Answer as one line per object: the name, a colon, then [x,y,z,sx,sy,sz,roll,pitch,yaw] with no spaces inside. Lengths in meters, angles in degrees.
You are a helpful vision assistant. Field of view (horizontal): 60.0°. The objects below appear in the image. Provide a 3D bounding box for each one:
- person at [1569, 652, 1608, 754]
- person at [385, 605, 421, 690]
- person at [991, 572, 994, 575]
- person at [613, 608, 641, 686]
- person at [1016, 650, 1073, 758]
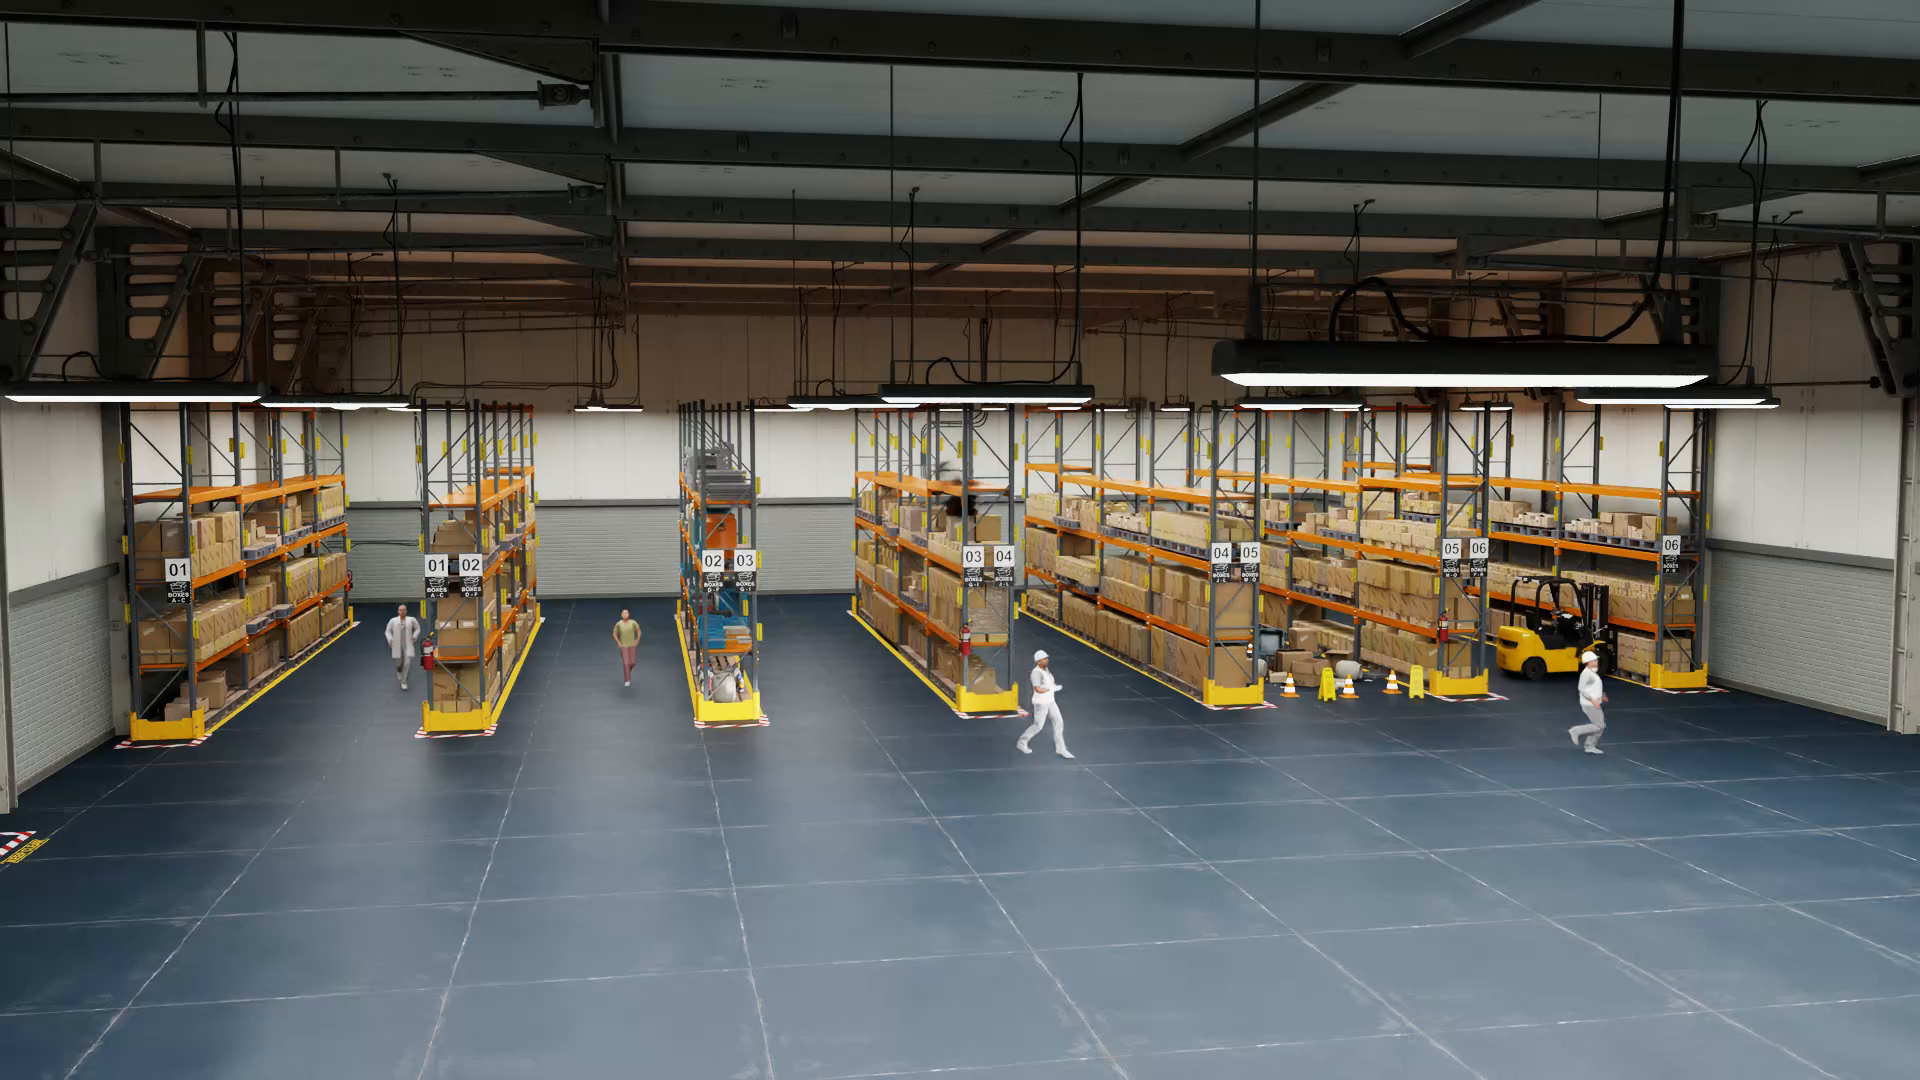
person: [10.625,2.747,28.102,0.586,1.730,0.669,2,5,29]
person: [-11.666,2.231,34.863,0.711,1.723,0.748,-2,5,-19]
person: [1.153,1.204,49.266,0.691,1.622,0.585,-3,5,-37]
person: [-7.051,2.259,35.214,0.580,1.636,0.547,-1,4,-14]
person: [1.420,2.740,27.792,0.945,1.799,0.690,2,5,25]
